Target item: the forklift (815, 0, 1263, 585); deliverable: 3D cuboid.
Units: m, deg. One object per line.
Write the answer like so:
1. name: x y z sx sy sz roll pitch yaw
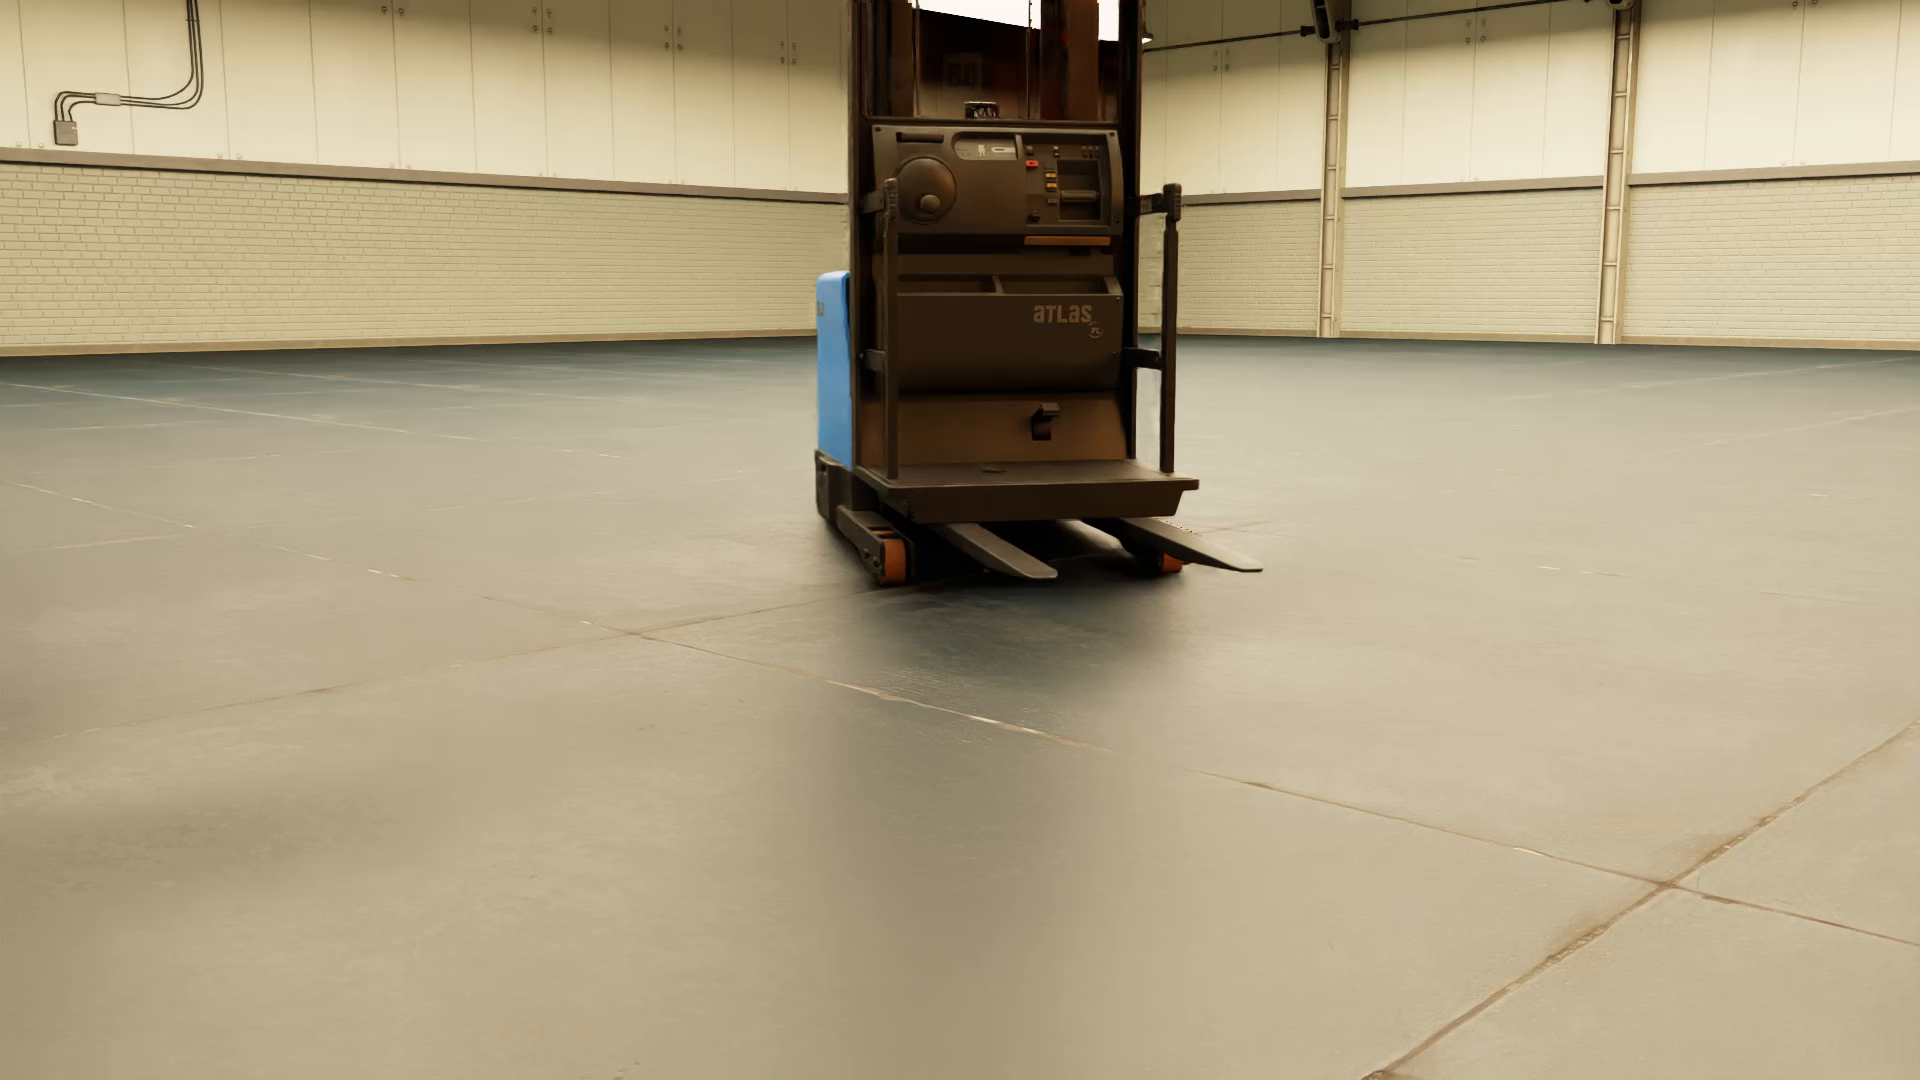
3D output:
1. forklift: 0.189 -1.355 5.872 1.130 2.935 3.031 -2 9 -13
